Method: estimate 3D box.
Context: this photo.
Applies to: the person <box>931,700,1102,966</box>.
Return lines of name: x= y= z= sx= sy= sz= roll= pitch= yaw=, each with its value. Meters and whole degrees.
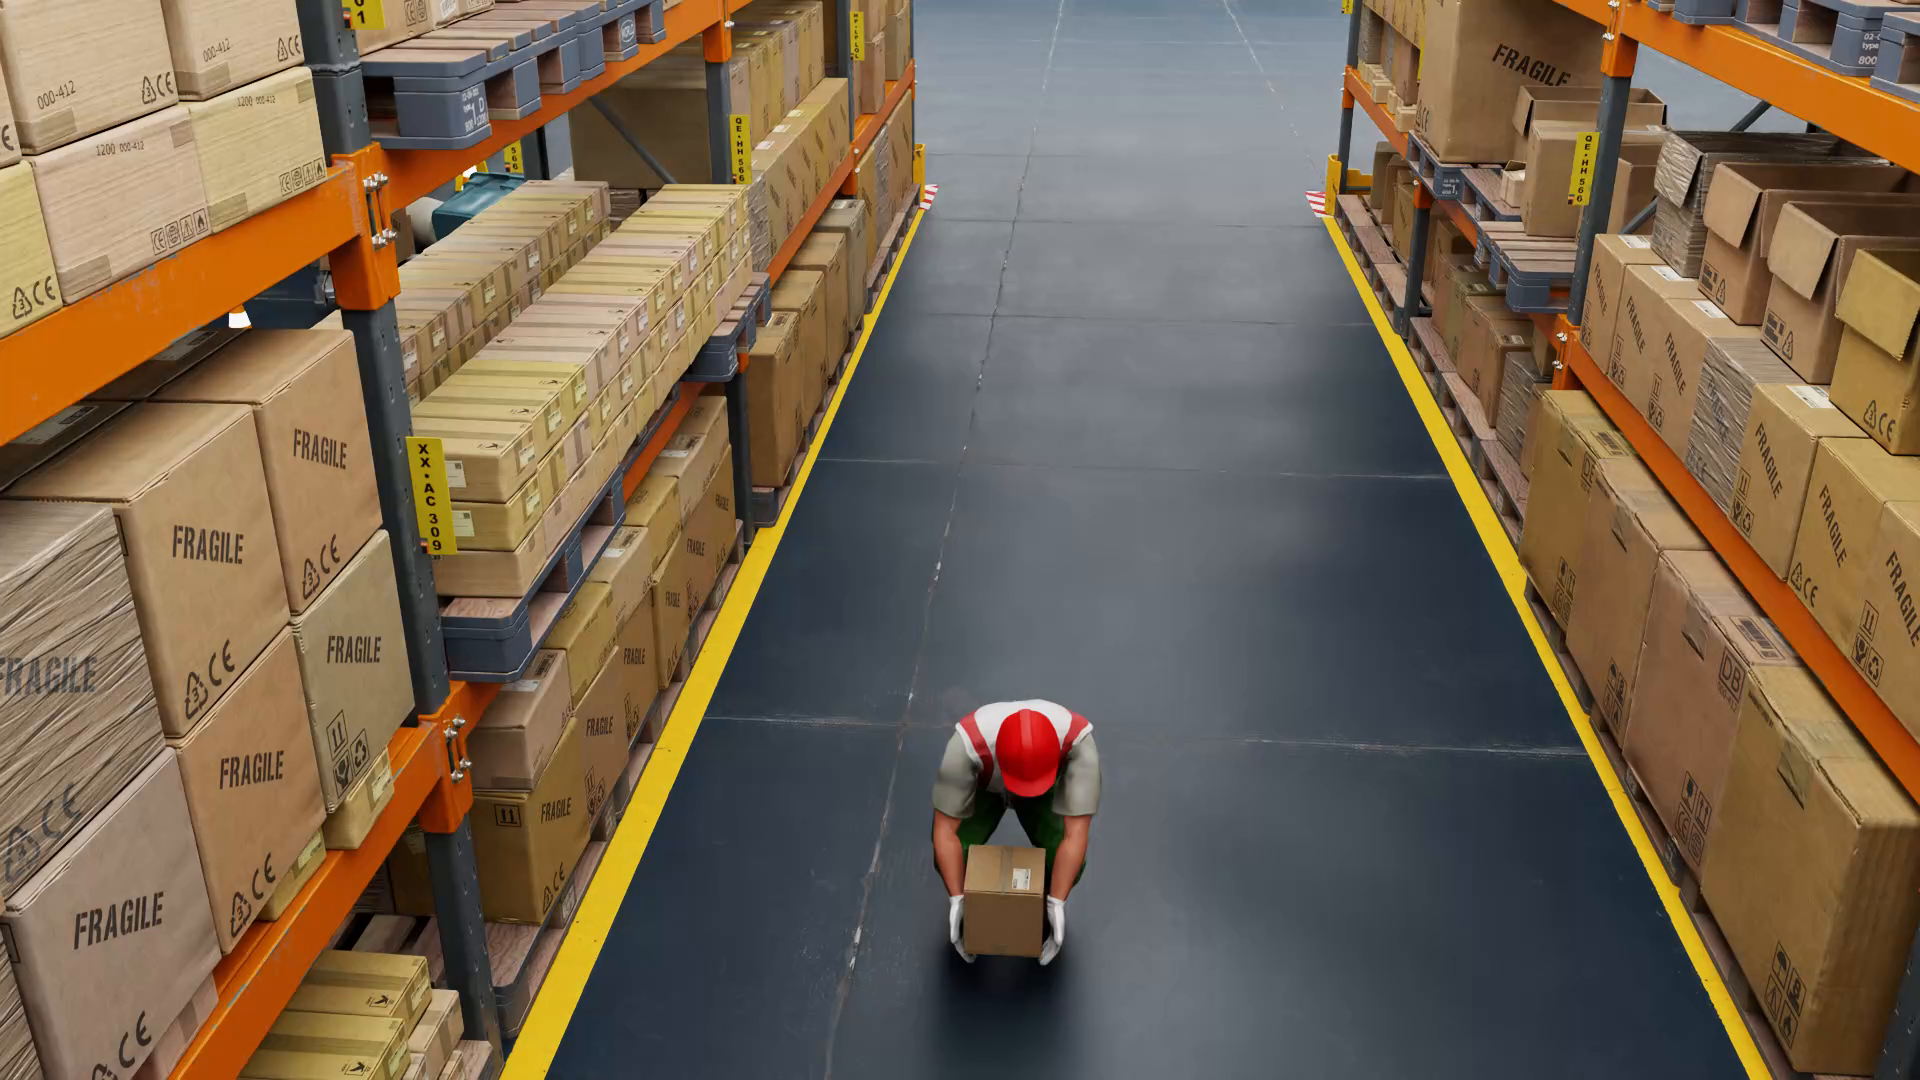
person: x=0.188 y=0.879 z=5.605 sx=0.570 sy=0.992 sz=0.869 roll=2 pitch=24 yaw=4
